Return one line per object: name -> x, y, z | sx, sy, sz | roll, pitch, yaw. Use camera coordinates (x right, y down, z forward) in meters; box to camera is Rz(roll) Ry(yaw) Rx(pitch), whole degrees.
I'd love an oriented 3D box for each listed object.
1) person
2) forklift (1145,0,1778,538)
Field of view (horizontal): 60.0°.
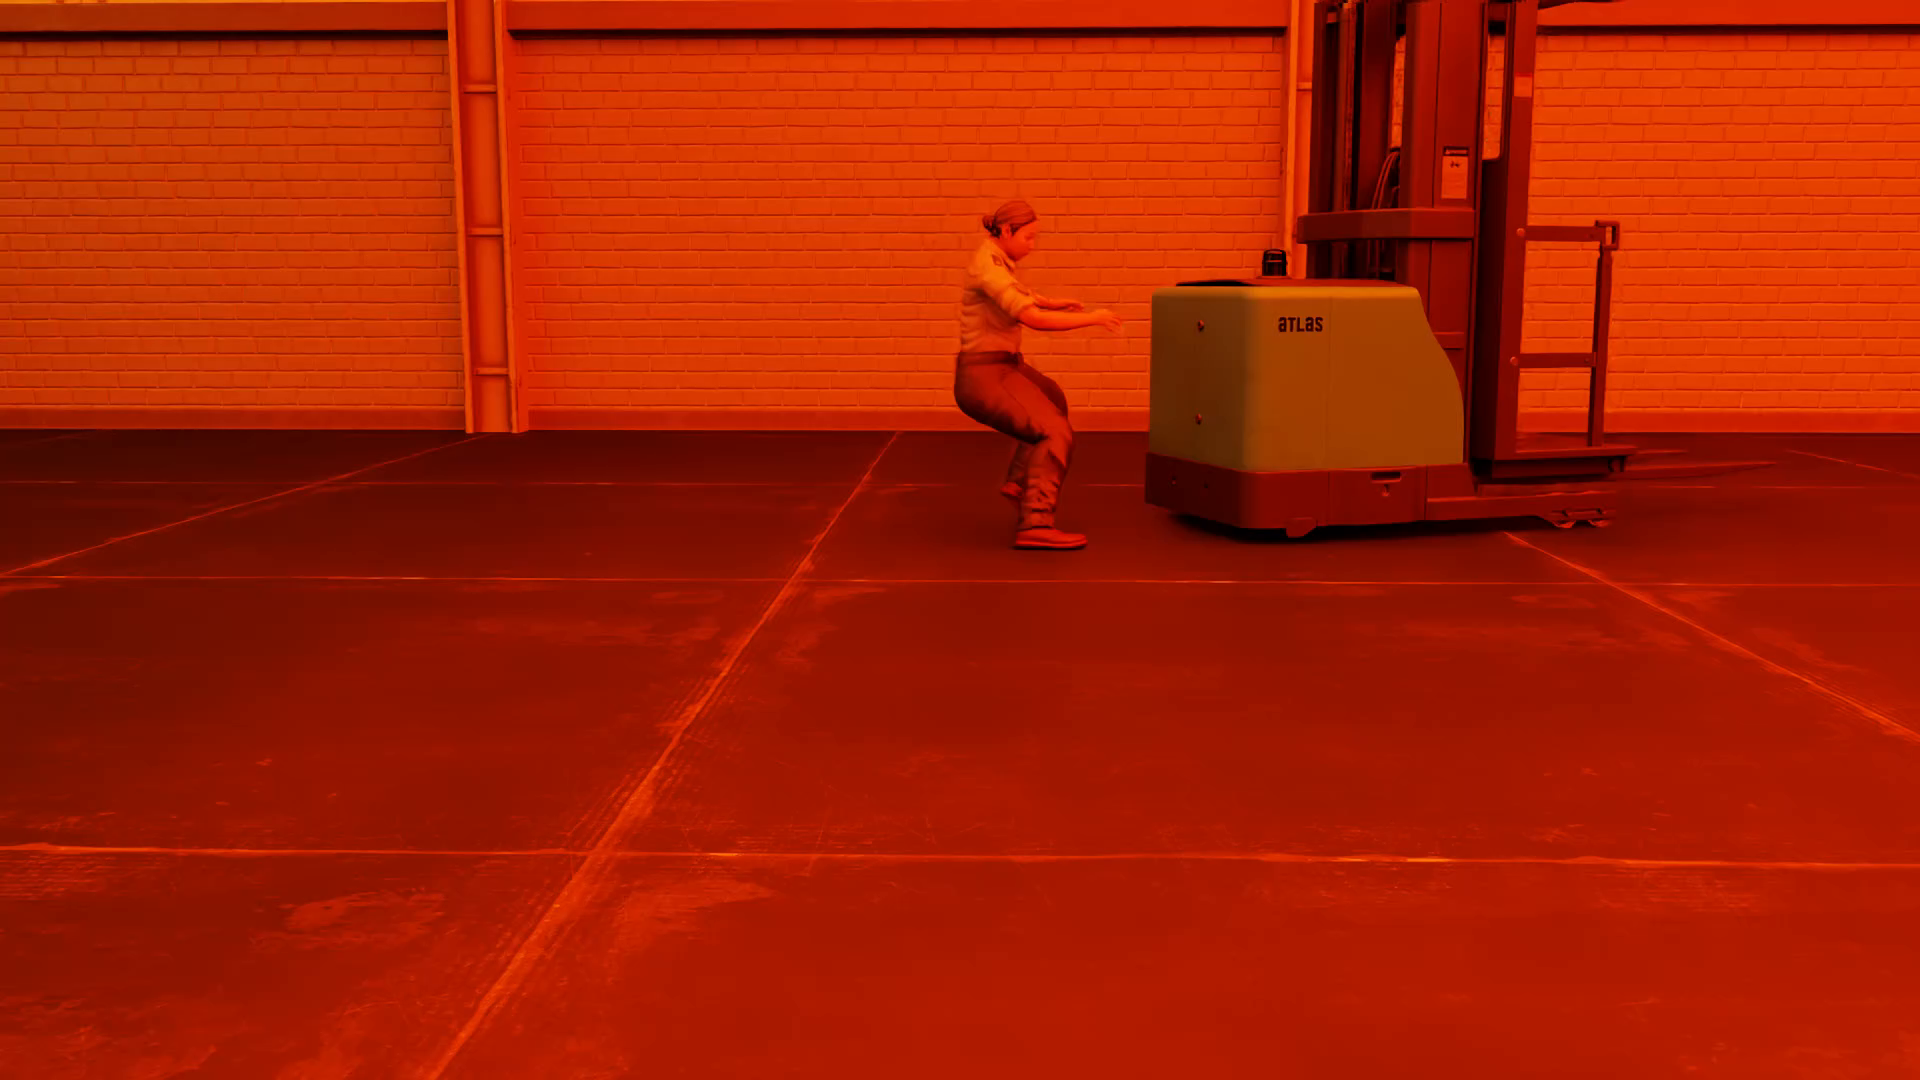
person -> 0.331, -0.734, 7.206 | 0.711, 1.427, 0.952 | 0, 9, 1
forklift -> 2.442, -1.570, 7.697 | 3.031, 2.935, 1.130 | -3, 9, -20
